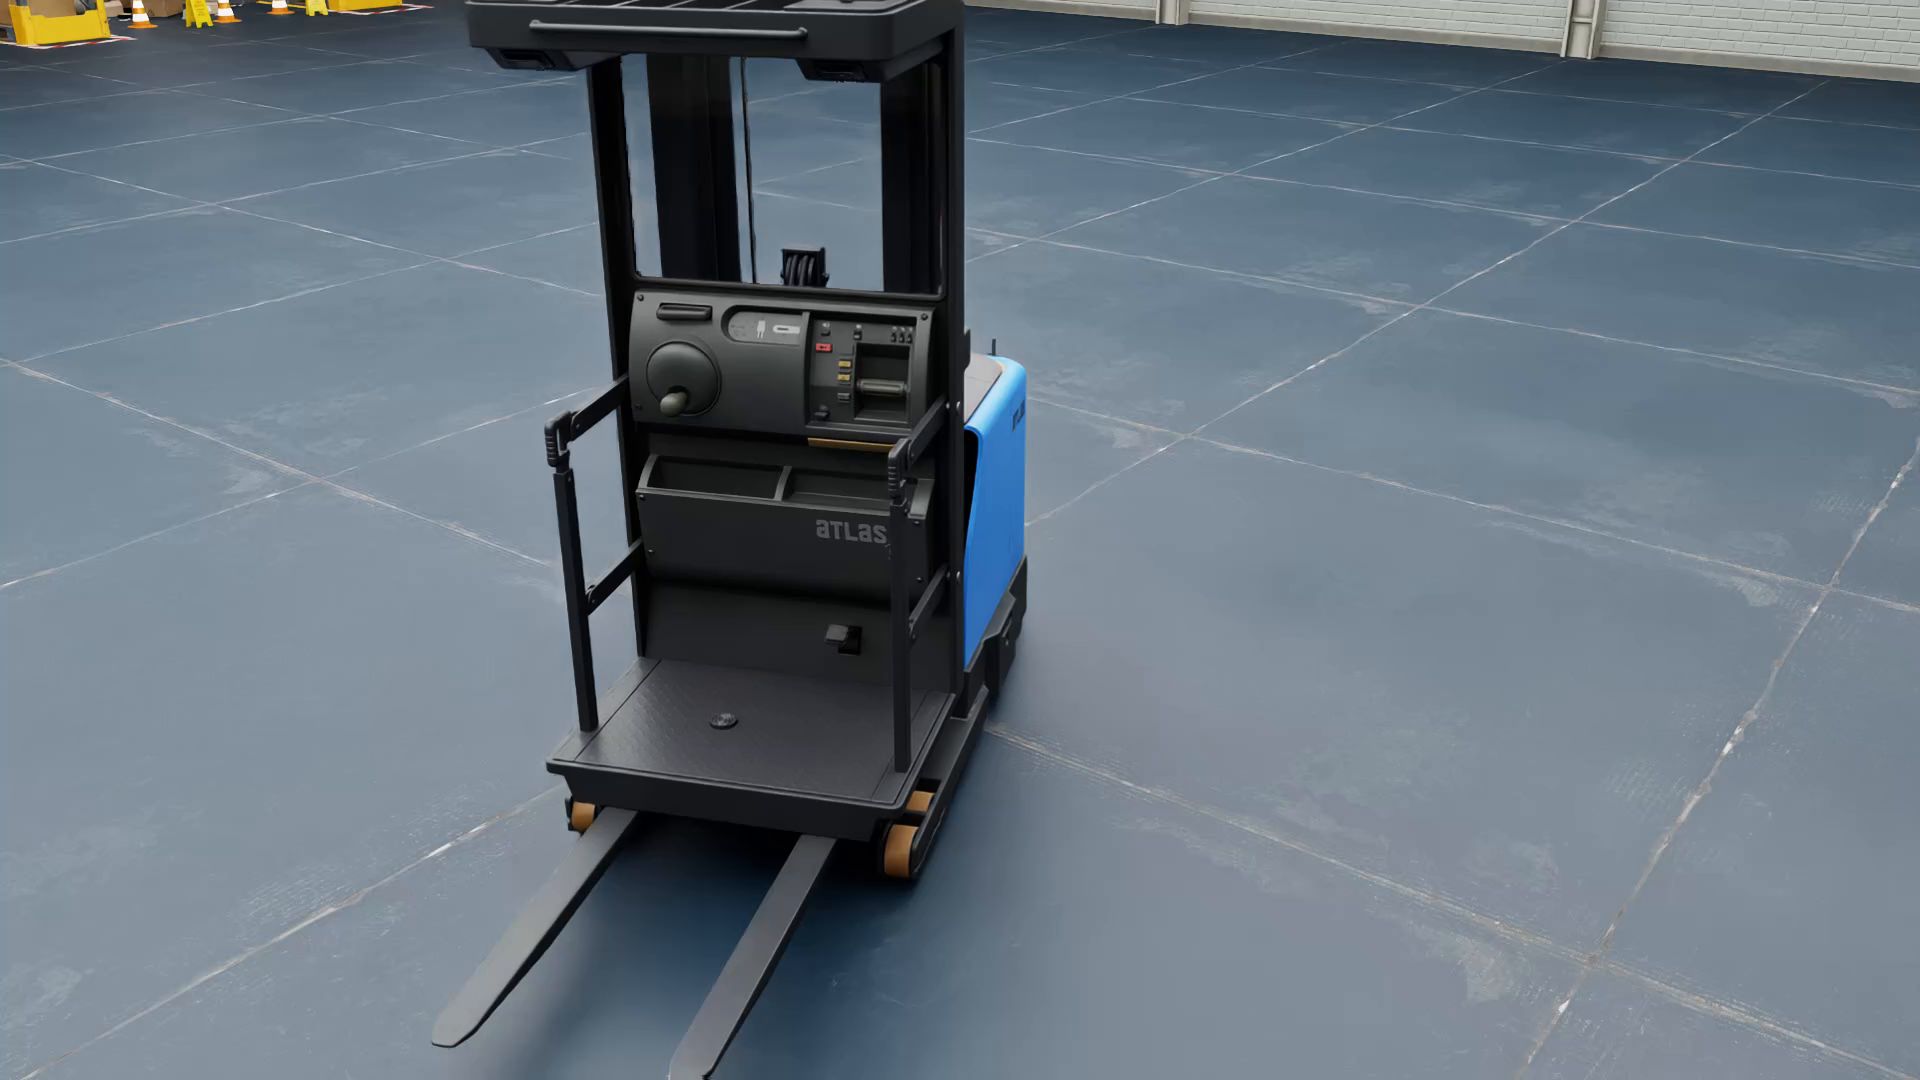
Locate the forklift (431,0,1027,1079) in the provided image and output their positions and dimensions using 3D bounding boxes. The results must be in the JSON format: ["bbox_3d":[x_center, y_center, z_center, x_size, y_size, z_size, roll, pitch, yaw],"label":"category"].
[{"bbox_3d":[-0.586,-0.498,4.745,1.130,2.935,3.031,6,24,12],"label":"forklift"}]

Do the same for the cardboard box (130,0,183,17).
[{"bbox_3d":[-12.344,-8.327,25.526,0.637,0.503,0.797,-1,24,-3],"label":"cardboard box"}]

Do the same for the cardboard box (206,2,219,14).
[{"bbox_3d":[-11.680,-8.222,25.727,0.380,0.149,0.250,-10,26,-21],"label":"cardboard box"}]

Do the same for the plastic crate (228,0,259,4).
[{"bbox_3d":[-11.856,-8.849,27.234,0.583,0.080,0.402,7,25,15],"label":"plastic crate"}]

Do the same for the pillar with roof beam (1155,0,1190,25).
[{"bbox_3d":[0.558,-10.378,19.643,0.400,9.000,9.100,17,29,33],"label":"pillar with roof beam"}]

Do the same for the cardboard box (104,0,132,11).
[{"bbox_3d":[-13.097,-8.613,26.006,0.503,0.637,0.797,17,29,33],"label":"cardboard box"}]

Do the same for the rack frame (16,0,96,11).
[{"bbox_3d":[-12.308,-8.240,22.232,0.127,3.000,1.000,17,29,33],"label":"rack frame"}]

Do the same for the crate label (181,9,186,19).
[{"bbox_3d":[-11.598,-7.969,25.168,0.298,0.136,0.250,3,24,6],"label":"crate label"}]

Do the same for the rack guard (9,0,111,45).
[{"bbox_3d":[-12.289,-7.091,22.723,0.348,0.500,1.175,17,29,33],"label":"rack guard"}]

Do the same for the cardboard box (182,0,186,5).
[{"bbox_3d":[-12.580,-8.988,27.027,0.500,0.500,0.500,-5,24,-12],"label":"cardboard box"}]

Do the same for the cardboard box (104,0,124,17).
[{"bbox_3d":[-13.029,-8.135,25.384,0.396,0.266,0.258,-21,31,-39],"label":"cardboard box"}]

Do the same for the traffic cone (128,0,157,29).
[{"bbox_3d":[-11.881,-7.666,24.075,0.334,0.463,0.336,17,29,33],"label":"traffic cone"}]

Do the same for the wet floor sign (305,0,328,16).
[{"bbox_3d":[-9.910,-8.393,25.499,0.267,0.644,0.232,-15,28,-30],"label":"wet floor sign"}]

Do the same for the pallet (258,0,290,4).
[{"bbox_3d":[-11.082,-9.107,27.658,1.213,0.211,1.003,17,29,33],"label":"pallet"}]

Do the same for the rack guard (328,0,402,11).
[{"bbox_3d":[-9.481,-8.736,26.458,0.348,0.500,1.175,17,29,33],"label":"rack guard"}]

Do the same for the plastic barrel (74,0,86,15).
[{"bbox_3d":[-13.681,-8.249,25.448,0.512,0.421,0.421,-5,24,-12],"label":"plastic barrel"}]

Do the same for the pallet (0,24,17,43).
[{"bbox_3d":[-12.995,-7.132,23.176,1.213,0.211,1.003,17,29,33],"label":"pallet"}]

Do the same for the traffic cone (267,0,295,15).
[{"bbox_3d":[-10.538,-8.389,25.715,0.334,0.463,0.336,17,29,33],"label":"traffic cone"}]

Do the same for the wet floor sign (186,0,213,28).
[{"bbox_3d":[-11.097,-7.795,24.141,0.232,0.644,0.267,12,26,24],"label":"wet floor sign"}]

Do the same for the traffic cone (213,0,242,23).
[{"bbox_3d":[-10.932,-7.948,24.716,0.334,0.463,0.336,17,29,33],"label":"traffic cone"}]

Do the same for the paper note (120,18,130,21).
[{"bbox_3d":[-12.511,-7.798,24.912,0.144,0.017,0.142,-15,28,-30],"label":"paper note"}]

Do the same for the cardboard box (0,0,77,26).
[{"bbox_3d":[-12.890,-7.603,22.900,0.875,0.875,0.875,17,29,34],"label":"cardboard box"}]

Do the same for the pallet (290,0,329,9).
[{"bbox_3d":[-10.110,-8.812,26.988,1.213,0.211,1.003,17,29,33],"label":"pallet"}]

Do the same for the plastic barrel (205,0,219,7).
[{"bbox_3d":[-11.981,-8.694,26.457,0.512,0.421,0.421,-5,24,-12],"label":"plastic barrel"}]

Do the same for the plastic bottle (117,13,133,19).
[{"bbox_3d":[-12.659,-7.940,25.195,0.283,0.061,0.133,7,25,15],"label":"plastic bottle"}]

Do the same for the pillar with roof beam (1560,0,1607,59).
[{"bbox_3d":[5.359,-8.927,16.350,0.400,9.000,9.100,17,29,33],"label":"pillar with roof beam"}]

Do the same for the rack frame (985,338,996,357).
[{"bbox_3d":[0.075,-0.389,7.017,0.006,0.900,0.240,17,29,33],"label":"rack frame"}]

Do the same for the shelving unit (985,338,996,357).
[{"bbox_3d":[-0.006,-0.414,7.073,0.210,0.900,0.258,17,29,33],"label":"shelving unit"}]
